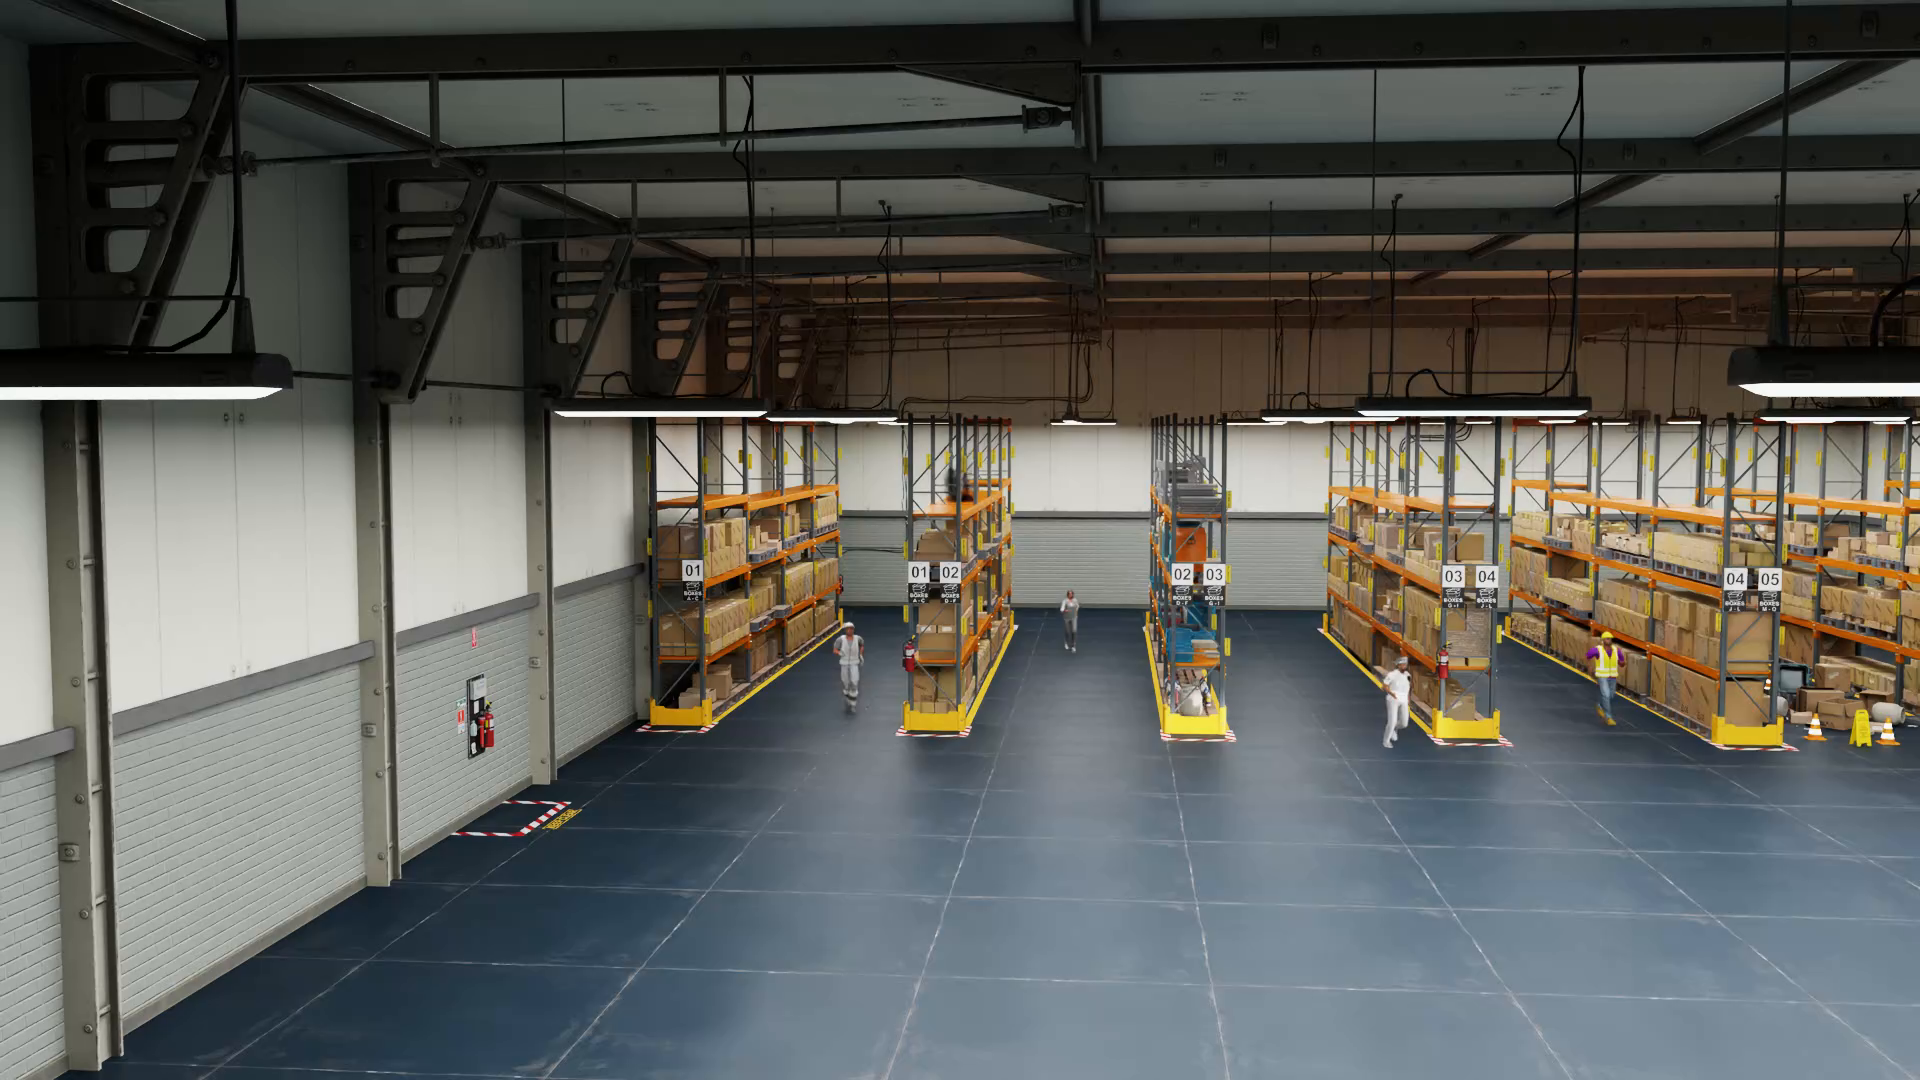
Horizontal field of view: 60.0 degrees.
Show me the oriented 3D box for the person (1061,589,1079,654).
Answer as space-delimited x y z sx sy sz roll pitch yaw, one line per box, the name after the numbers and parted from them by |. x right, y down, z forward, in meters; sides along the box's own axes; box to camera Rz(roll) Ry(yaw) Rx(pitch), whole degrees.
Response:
2.806 2.071 42.507 0.490 1.644 0.777 0 4 -3 | person

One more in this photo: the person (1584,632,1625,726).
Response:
12.512 2.647 32.173 0.701 1.750 0.990 0 4 -6 | person

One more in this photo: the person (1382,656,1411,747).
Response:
7.908 2.904 30.018 0.578 1.624 0.537 -1 4 -13 | person

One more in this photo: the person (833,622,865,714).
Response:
-2.254 2.569 33.672 0.633 1.840 0.795 0 4 -2 | person
